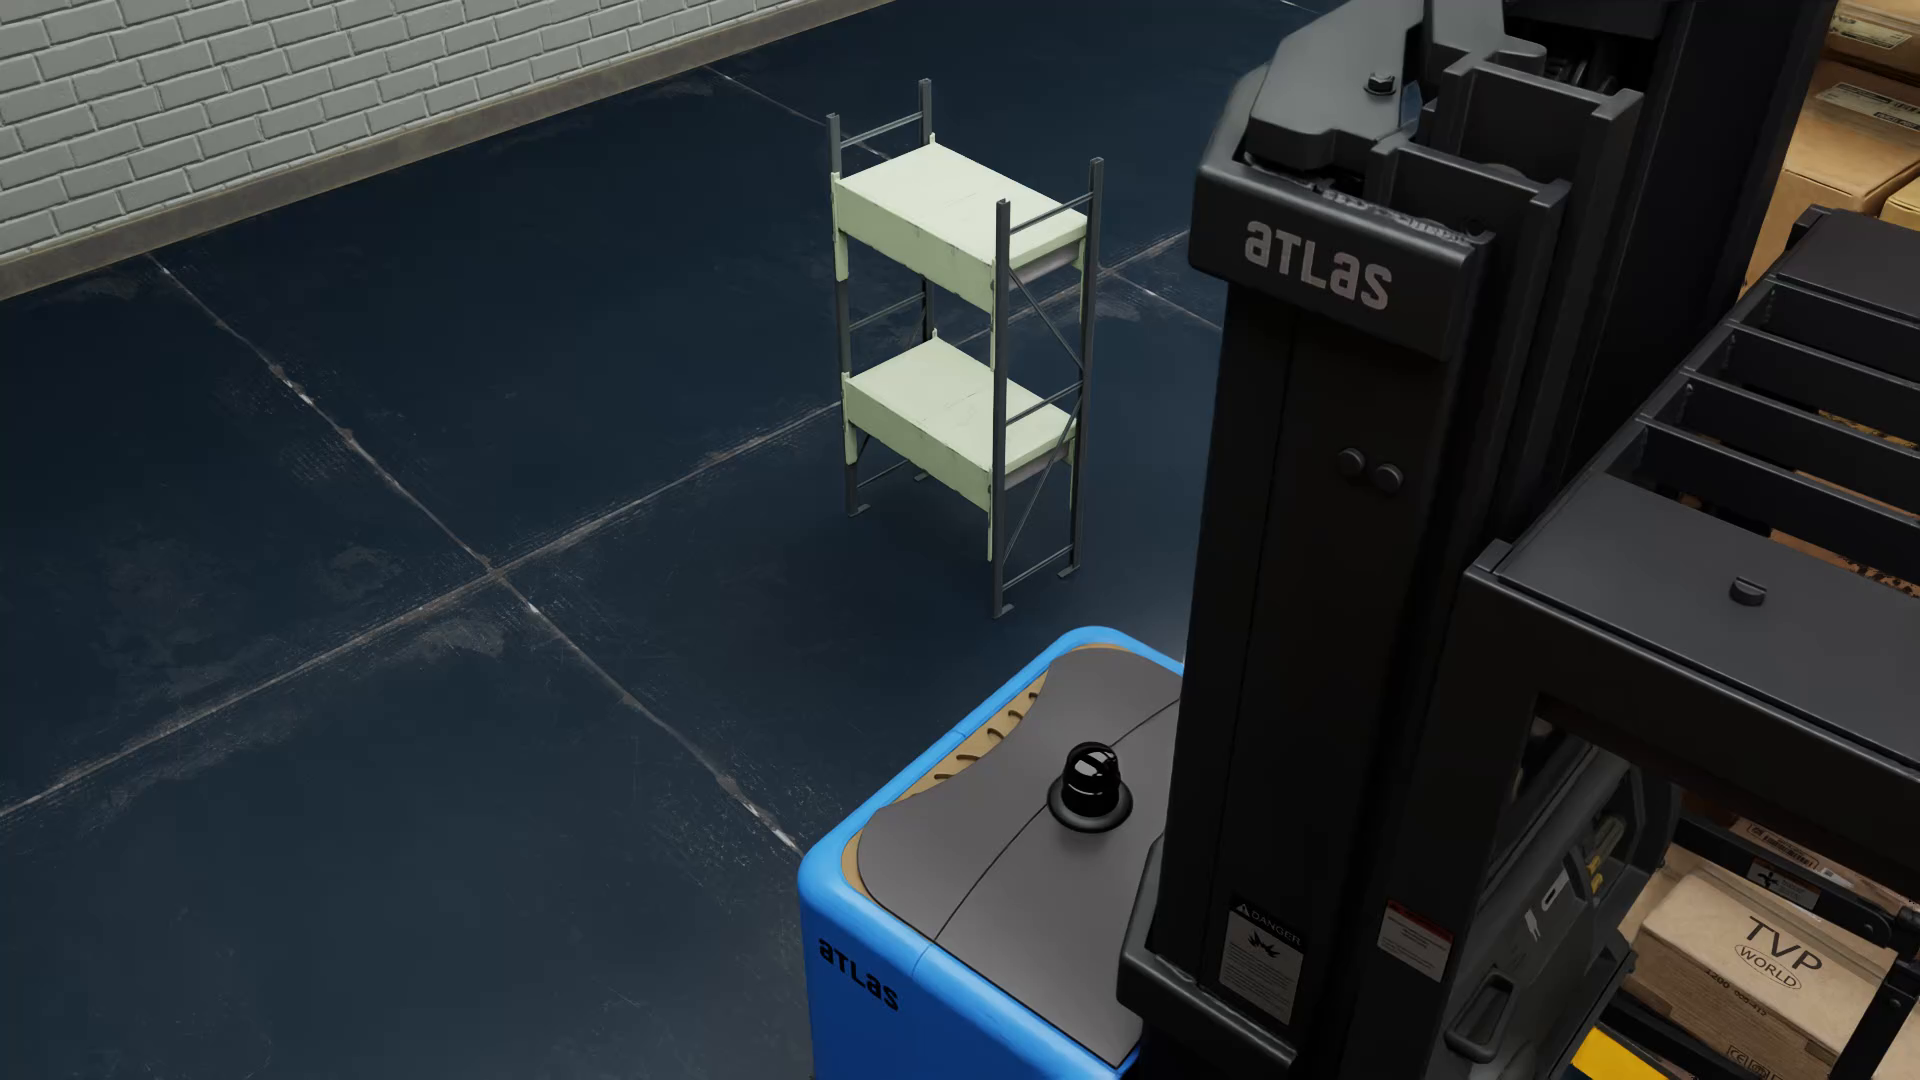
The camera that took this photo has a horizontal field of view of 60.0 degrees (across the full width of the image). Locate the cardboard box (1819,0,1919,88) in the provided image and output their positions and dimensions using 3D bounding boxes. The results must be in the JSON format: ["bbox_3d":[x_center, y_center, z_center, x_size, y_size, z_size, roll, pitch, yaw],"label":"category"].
[{"bbox_3d":[1.957,-0.843,3.531,0.500,0.500,0.500,-30,48,-32],"label":"cardboard box"}]

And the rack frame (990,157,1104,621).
[{"bbox_3d":[0.252,-0.411,5.065,0.400,1.500,0.023,-30,48,-32],"label":"rack frame"}]

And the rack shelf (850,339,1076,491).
[{"bbox_3d":[0.005,-0.403,5.418,0.368,0.124,0.686,-30,48,-32],"label":"rack shelf"}]

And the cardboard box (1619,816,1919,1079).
[{"bbox_3d":[1.950,0.998,3.965,0.500,0.250,0.500,-30,48,-32],"label":"cardboard box"}]

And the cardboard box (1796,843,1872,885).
[{"bbox_3d":[2.210,0.800,4.277,0.380,0.166,0.250,-30,48,-32],"label":"cardboard box"}]

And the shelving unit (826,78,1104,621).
[{"bbox_3d":[0.005,-0.580,5.275,0.431,1.500,0.755,-30,48,-32],"label":"shelving unit"}]

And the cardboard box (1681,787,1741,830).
[{"bbox_3d":[2.003,0.444,4.452,0.500,0.500,0.500,-30,48,-32],"label":"cardboard box"}]

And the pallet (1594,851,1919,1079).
[{"bbox_3d":[2.045,0.985,4.363,1.003,0.211,1.213,-30,48,-32],"label":"pallet"}]

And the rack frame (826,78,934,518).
[{"bbox_3d":[-0.243,-0.750,5.485,0.400,1.500,0.023,-30,48,-32],"label":"rack frame"}]

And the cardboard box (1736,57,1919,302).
[{"bbox_3d":[1.559,-0.615,3.248,0.500,0.500,0.500,-28,47,-31],"label":"cardboard box"}]

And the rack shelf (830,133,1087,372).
[{"bbox_3d":[0.005,-0.884,5.030,0.431,0.370,0.720,-30,48,-32],"label":"rack shelf"}]

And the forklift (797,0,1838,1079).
[{"bbox_3d":[1.113,0.696,2.555,3.031,2.935,1.130,28,47,30],"label":"forklift"}]

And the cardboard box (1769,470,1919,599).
[{"bbox_3d":[1.912,0.011,3.270,0.500,0.500,0.500,-30,48,-32],"label":"cardboard box"}]

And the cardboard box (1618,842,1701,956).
[{"bbox_3d":[1.653,0.883,4.175,0.380,0.166,0.250,-30,48,-32],"label":"cardboard box"}]
